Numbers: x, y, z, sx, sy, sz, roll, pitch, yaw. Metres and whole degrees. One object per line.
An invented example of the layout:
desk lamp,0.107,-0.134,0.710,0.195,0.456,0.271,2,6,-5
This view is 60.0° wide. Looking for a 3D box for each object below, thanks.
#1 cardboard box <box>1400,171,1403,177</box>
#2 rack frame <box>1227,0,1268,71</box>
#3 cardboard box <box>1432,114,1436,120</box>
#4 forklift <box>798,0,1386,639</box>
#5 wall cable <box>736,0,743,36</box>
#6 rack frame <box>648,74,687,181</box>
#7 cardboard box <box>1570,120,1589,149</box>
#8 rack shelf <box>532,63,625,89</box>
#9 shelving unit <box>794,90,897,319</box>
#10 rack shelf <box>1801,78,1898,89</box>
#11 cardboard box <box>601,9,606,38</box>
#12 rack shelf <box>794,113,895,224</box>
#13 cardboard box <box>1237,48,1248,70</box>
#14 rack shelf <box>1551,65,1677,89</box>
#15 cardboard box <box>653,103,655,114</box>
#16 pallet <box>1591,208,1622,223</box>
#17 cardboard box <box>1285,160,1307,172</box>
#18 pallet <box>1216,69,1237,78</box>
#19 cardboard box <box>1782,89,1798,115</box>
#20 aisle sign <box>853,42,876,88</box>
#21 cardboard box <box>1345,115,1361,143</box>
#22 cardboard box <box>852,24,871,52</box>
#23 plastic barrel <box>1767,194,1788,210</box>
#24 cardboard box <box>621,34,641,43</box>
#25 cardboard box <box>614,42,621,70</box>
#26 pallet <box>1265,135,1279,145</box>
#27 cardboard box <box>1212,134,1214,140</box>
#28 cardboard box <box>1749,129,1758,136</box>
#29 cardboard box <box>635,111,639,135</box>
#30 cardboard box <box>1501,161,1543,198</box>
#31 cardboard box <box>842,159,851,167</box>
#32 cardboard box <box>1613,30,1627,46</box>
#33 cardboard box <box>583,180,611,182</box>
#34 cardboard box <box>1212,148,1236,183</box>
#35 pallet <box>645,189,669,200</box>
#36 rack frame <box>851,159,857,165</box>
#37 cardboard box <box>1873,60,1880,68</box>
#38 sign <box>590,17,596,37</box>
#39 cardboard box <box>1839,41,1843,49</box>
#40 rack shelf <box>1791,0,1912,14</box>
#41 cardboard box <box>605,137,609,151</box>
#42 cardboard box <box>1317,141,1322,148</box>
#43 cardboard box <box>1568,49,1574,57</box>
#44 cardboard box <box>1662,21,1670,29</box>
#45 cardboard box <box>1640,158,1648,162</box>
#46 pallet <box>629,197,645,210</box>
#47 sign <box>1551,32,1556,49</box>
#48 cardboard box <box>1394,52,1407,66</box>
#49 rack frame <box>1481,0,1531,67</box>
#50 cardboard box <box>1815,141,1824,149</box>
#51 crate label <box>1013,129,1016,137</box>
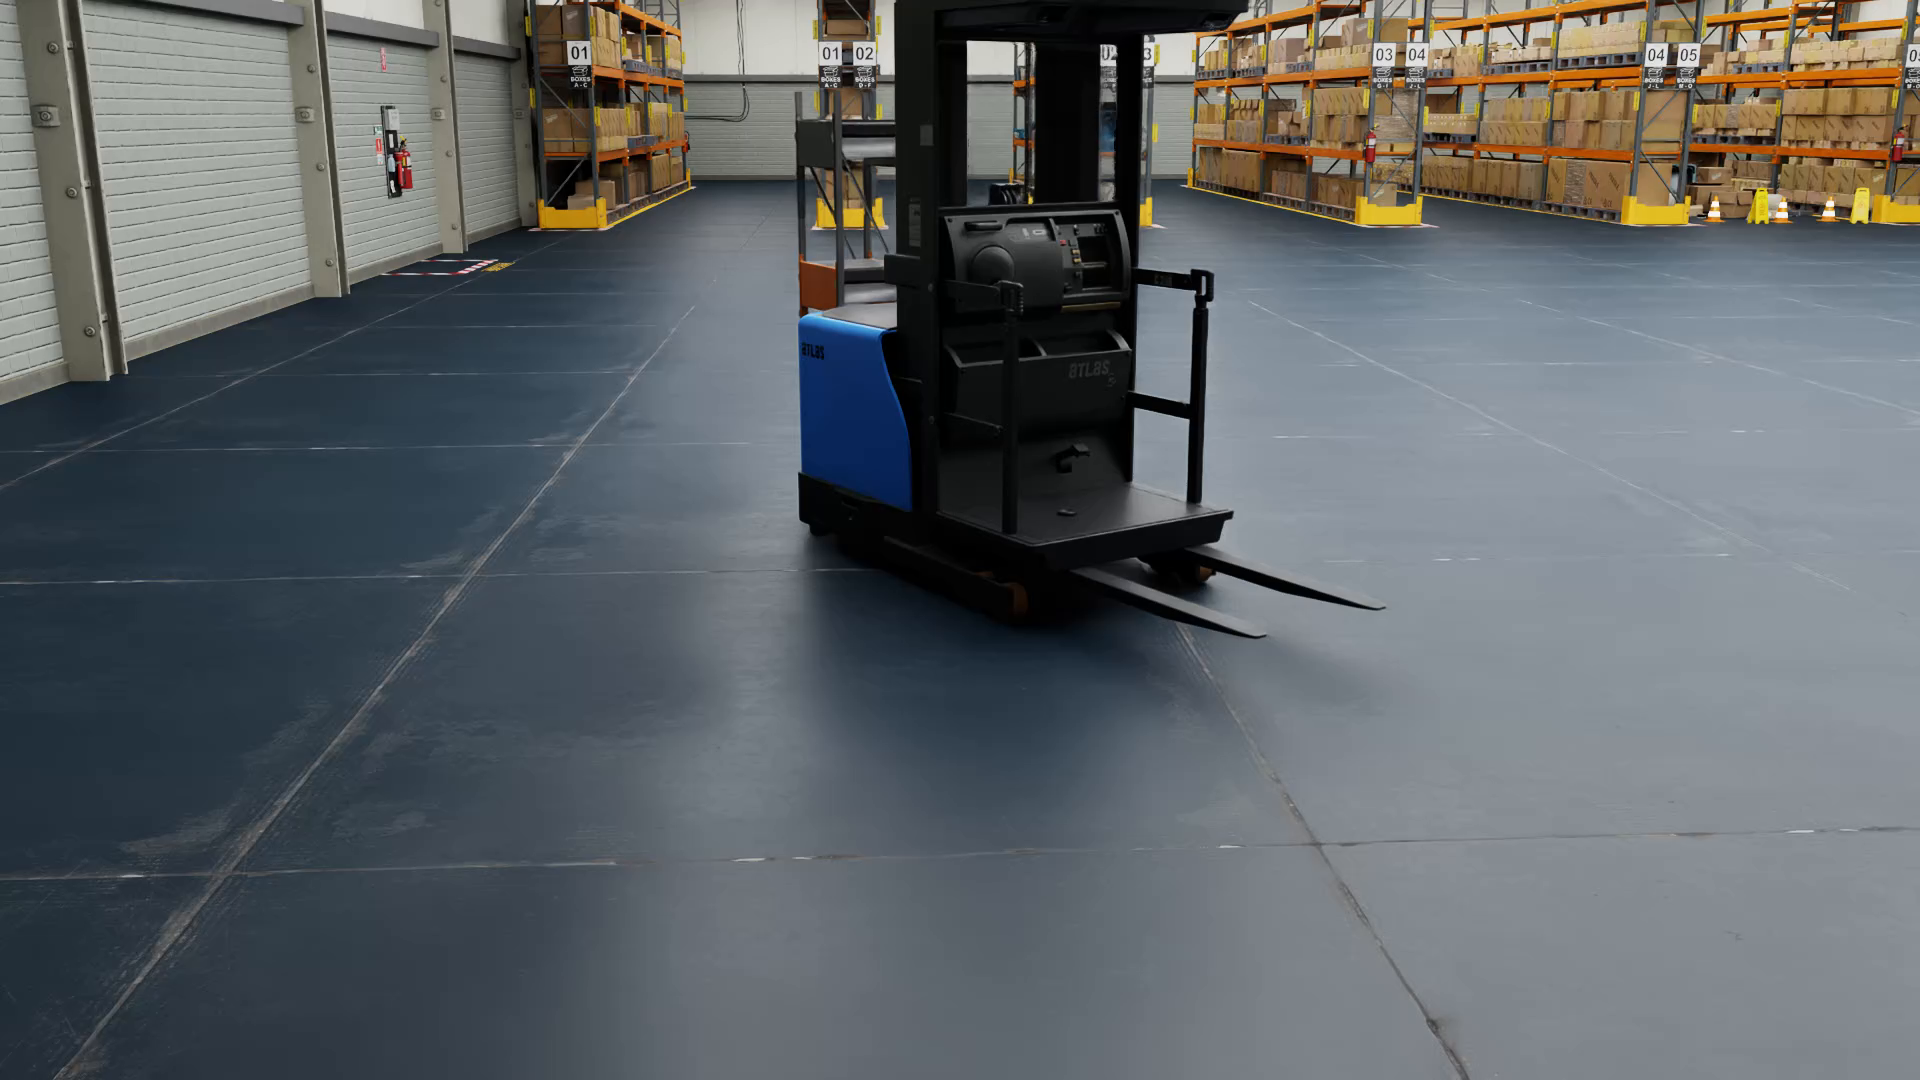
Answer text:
cardboard box,11.761,-9.604,43.614,0.380,0.149,0.250,-1,14,-2
rack frame,7.157,-13.157,41.103,1.000,3.000,0.127,-1,14,-3
cardboard box,11.745,-10.309,40.541,0.380,0.149,0.250,-1,14,-4
forklift,0.458,-1.222,6.893,1.130,2.935,3.031,-10,17,-33
wall cable,-5.216,-16.318,49.486,3.097,2.526,0.112,-1,14,-3
rack frame,-7.922,-11.017,44.825,1.000,3.000,0.127,-1,14,-3
cardboard box,12.617,-8.022,32.884,0.875,0.550,0.550,-1,14,-3
rack shelf,-7.055,-8.640,31.009,1.077,0.370,4.000,-1,14,-3
shelving unit,-0.533,-1.193,8.450,0.431,2.100,0.503,-7,16,-26
rack shelf,22.126,-11.089,40.529,1.077,0.370,4.000,-1,14,-3
cardboard box,-6.736,-9.385,30.216,0.500,0.500,0.500,0,14,-2
rack shelf,-0.533,-1.858,8.279,0.431,0.518,0.480,-7,16,-26
cardboard box,7.203,-11.812,40.852,0.700,0.500,0.500,-1,14,-2
rack shelf,12.733,-8.920,32.100,1.077,0.370,4.000,-1,14,-3
cardboard box,-7.232,-9.843,37.921,0.500,0.250,0.500,-1,14,-4
pallet,12.730,-6.166,31.567,1.003,0.211,1.213,-1,14,-3
cardboard box,7.519,-8.325,36.990,0.500,0.250,0.500,1,14,3
pallet,7.117,-11.865,42.279,1.003,0.211,1.213,-1,14,-3
cardboard box,17.354,-8.979,34.100,0.700,0.500,0.500,-1,14,-4
aisle sign,-1.677,-8.363,29.292,0.394,0.787,0.004,-1,14,-3
cardboard box,7.743,-7.719,31.211,0.875,0.500,0.500,-1,14,-3
cardboard box,-1.817,-9.305,30.826,0.500,0.500,0.500,-1,14,-3
plastic barrel,16.152,-6.663,33.073,0.512,0.421,0.421,10,18,35
cardboard box,-7.702,-11.742,39.033,0.500,0.250,0.500,-1,14,-5
cardboard box,-6.901,-9.421,32.362,0.500,0.500,0.500,0,14,-2
pallet,7.555,-8.988,37.326,1.213,0.211,1.003,-1,14,-3
cardboard box,6.747,-10.457,43.152,0.380,0.149,0.250,-1,14,-2
cardboard box,17.186,-8.750,35.675,0.380,0.149,0.250,-1,14,-4
cardboard box,-7.326,-9.034,36.033,0.700,0.500,0.500,-2,15,-9
cardboard box,12.425,-7.820,36.073,1.050,0.750,0.750,-1,14,-3
cardboard box,-2.783,-8.713,38.501,0.500,0.250,0.500,0,14,-1
cardboard box,12.518,-9.336,30.934,0.500,0.250,0.500,-1,14,-3
cardboard box,-7.075,-6.778,32.482,0.500,0.500,0.500,-2,15,-8
cardboard box,7.140,-9.815,43.576,0.875,0.875,0.875,-1,14,-3
pallet,-7.473,-8.177,39.383,1.003,0.211,1.213,-1,14,-3
rack frame,-2.731,-10.100,41.260,1.000,3.000,0.127,-1,14,-3
cardboard box,17.460,-8.964,31.329,0.380,0.149,0.250,0,14,-2
sign,-6.389,-8.922,28.910,0.100,0.325,0.005,-1,14,-3
cardboard box,17.416,-9.663,32.449,0.380,0.149,0.250,-1,14,-2
rack shelf,17.667,-10.473,32.122,1.077,0.370,4.000,-1,14,-3
cardboard box,-6.691,-7.230,30.368,0.500,0.250,0.500,-1,14,-5
cardboard box,7.411,-7.958,33.441,0.380,0.149,0.250,-1,14,-3
cardboard box,12.325,-9.674,33.047,0.380,0.149,0.250,-1,14,-4
cardboard box,13.140,-9.438,30.529,0.380,0.149,0.250,-1,14,-3
cardboard box,17.230,-9.202,41.190,0.875,0.875,0.875,0,14,-2
pallet,-7.307,-7.180,35.508,1.003,0.211,1.213,-1,14,-3
sign,12.068,-10.158,33.798,0.100,0.325,0.005,-1,14,-3
cardboard box,8.129,-8.771,30.378,0.500,0.250,0.500,0,14,-2
rack frame,12.362,-12.214,37.437,1.000,3.000,0.127,-1,14,-3
cardboard box,17.313,-7.892,33.183,0.380,0.149,0.250,-1,14,-3
crate label,1.652,-11.051,45.175,0.416,0.233,0.303,-1,14,-3
